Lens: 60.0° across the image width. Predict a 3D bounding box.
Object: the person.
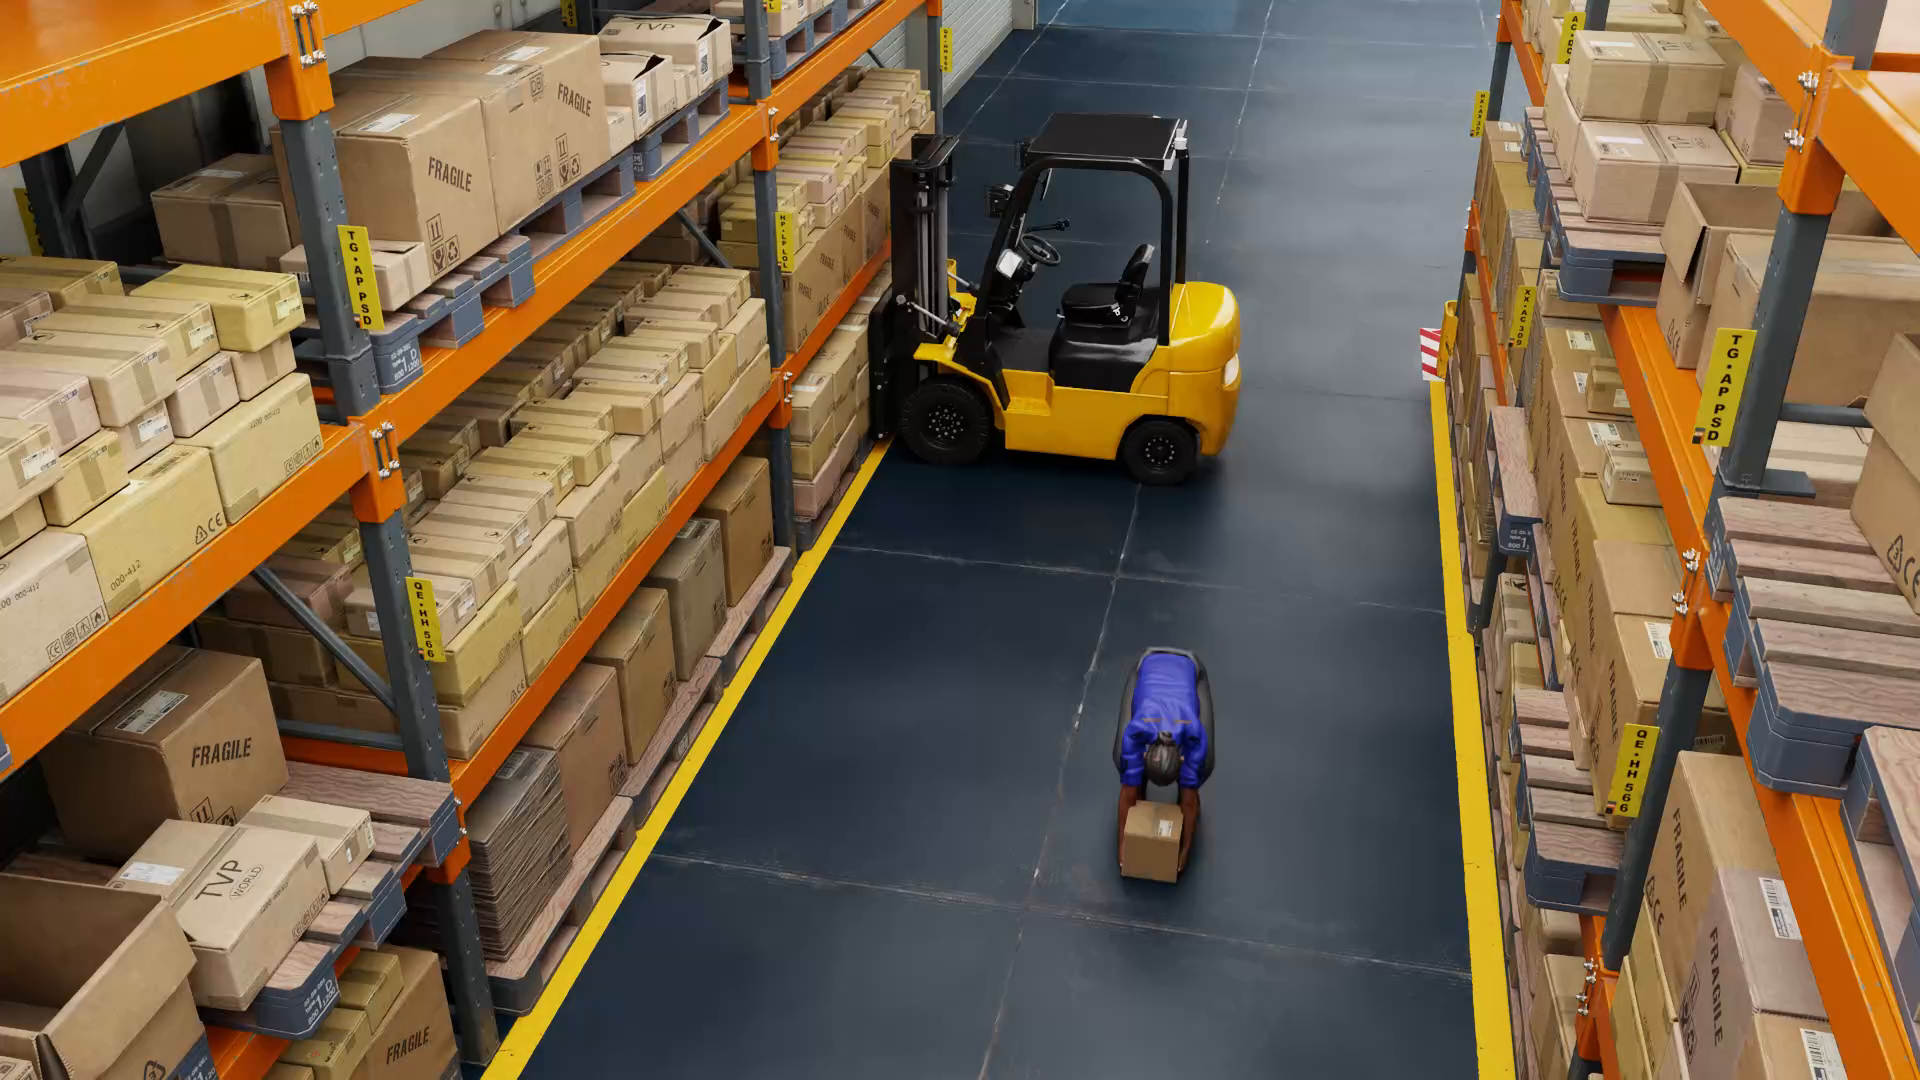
[{"bbox_3d":[0.947,0.996,7.721,0.472,0.803,0.870,5,29,8],"label":"person"}]
